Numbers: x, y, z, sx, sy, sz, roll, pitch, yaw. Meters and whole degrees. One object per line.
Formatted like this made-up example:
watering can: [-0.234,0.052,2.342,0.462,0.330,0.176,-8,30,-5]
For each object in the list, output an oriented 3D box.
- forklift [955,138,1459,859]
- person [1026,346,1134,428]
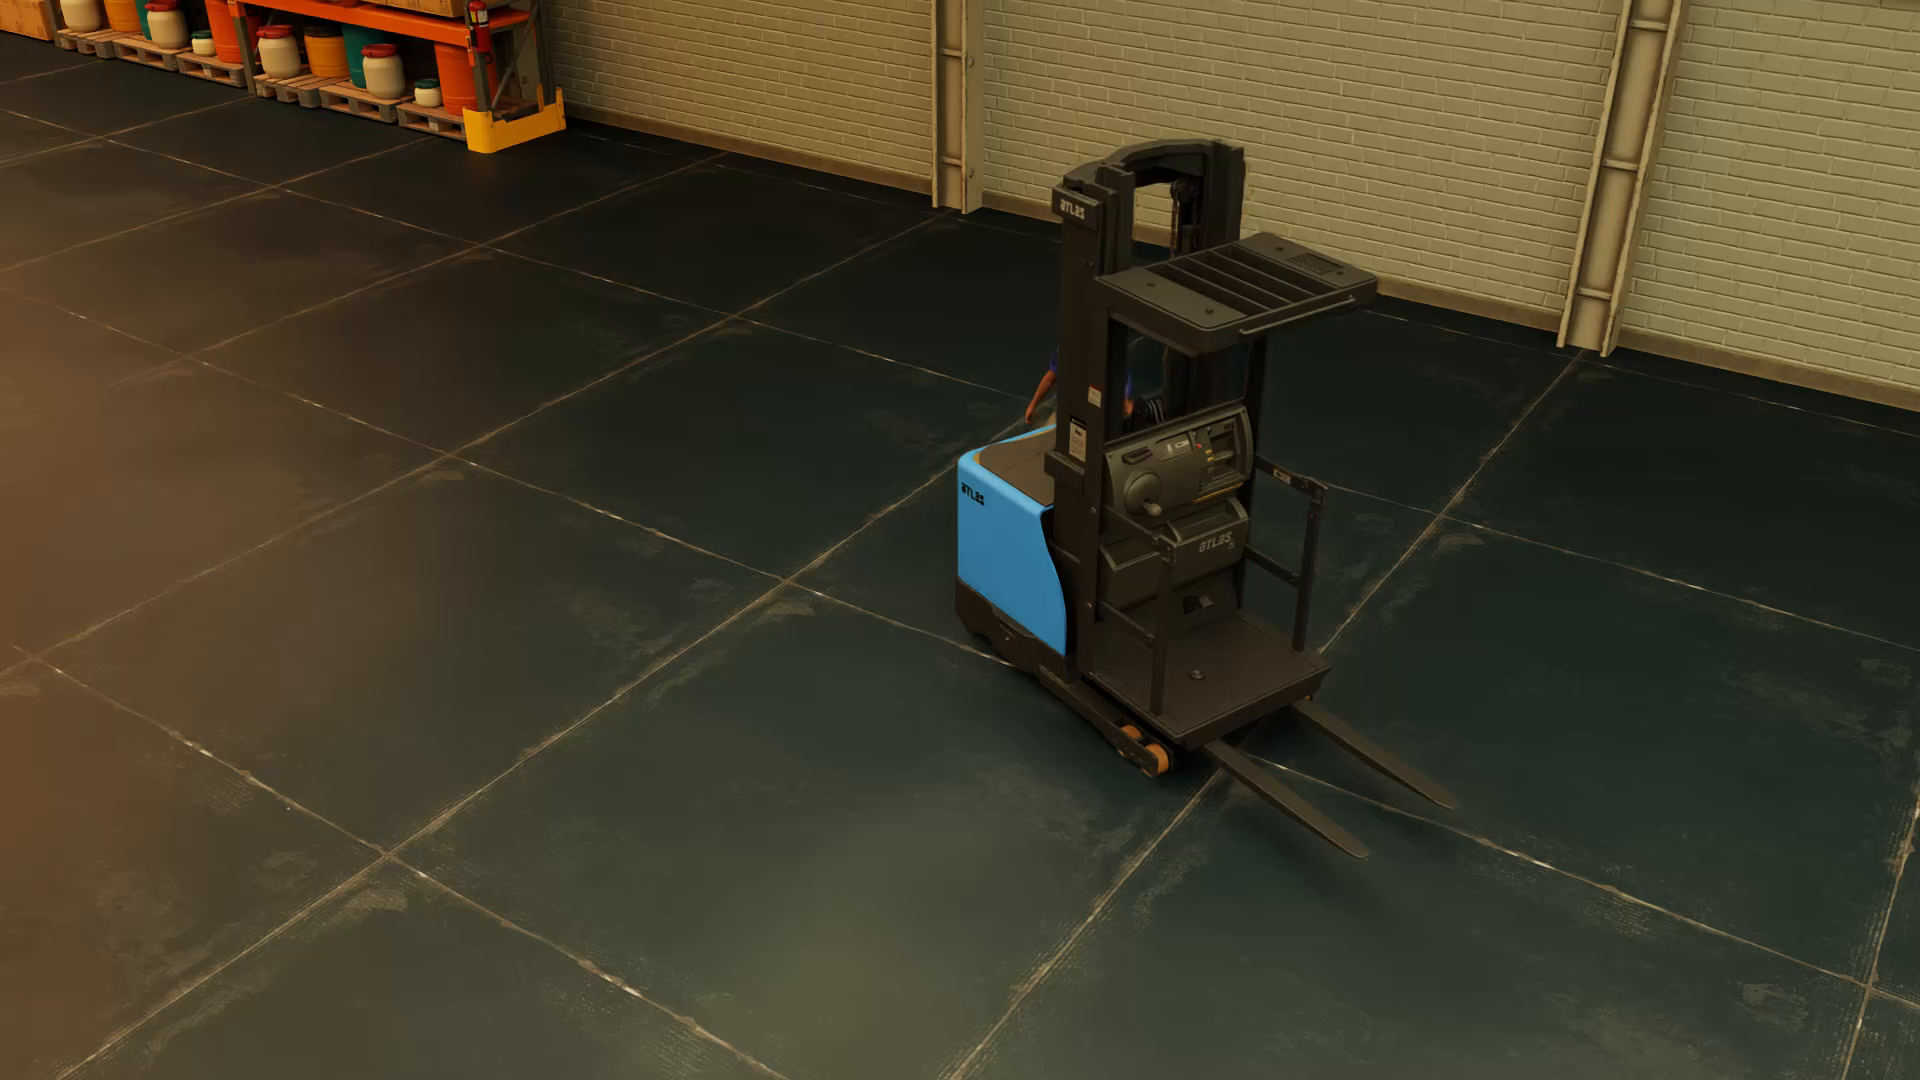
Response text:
forklift: [1.227,-0.344,8.174,1.130,2.935,3.031,-19,35,-30]
person: [0.736,-0.697,10.173,0.835,1.566,0.540,20,36,31]
